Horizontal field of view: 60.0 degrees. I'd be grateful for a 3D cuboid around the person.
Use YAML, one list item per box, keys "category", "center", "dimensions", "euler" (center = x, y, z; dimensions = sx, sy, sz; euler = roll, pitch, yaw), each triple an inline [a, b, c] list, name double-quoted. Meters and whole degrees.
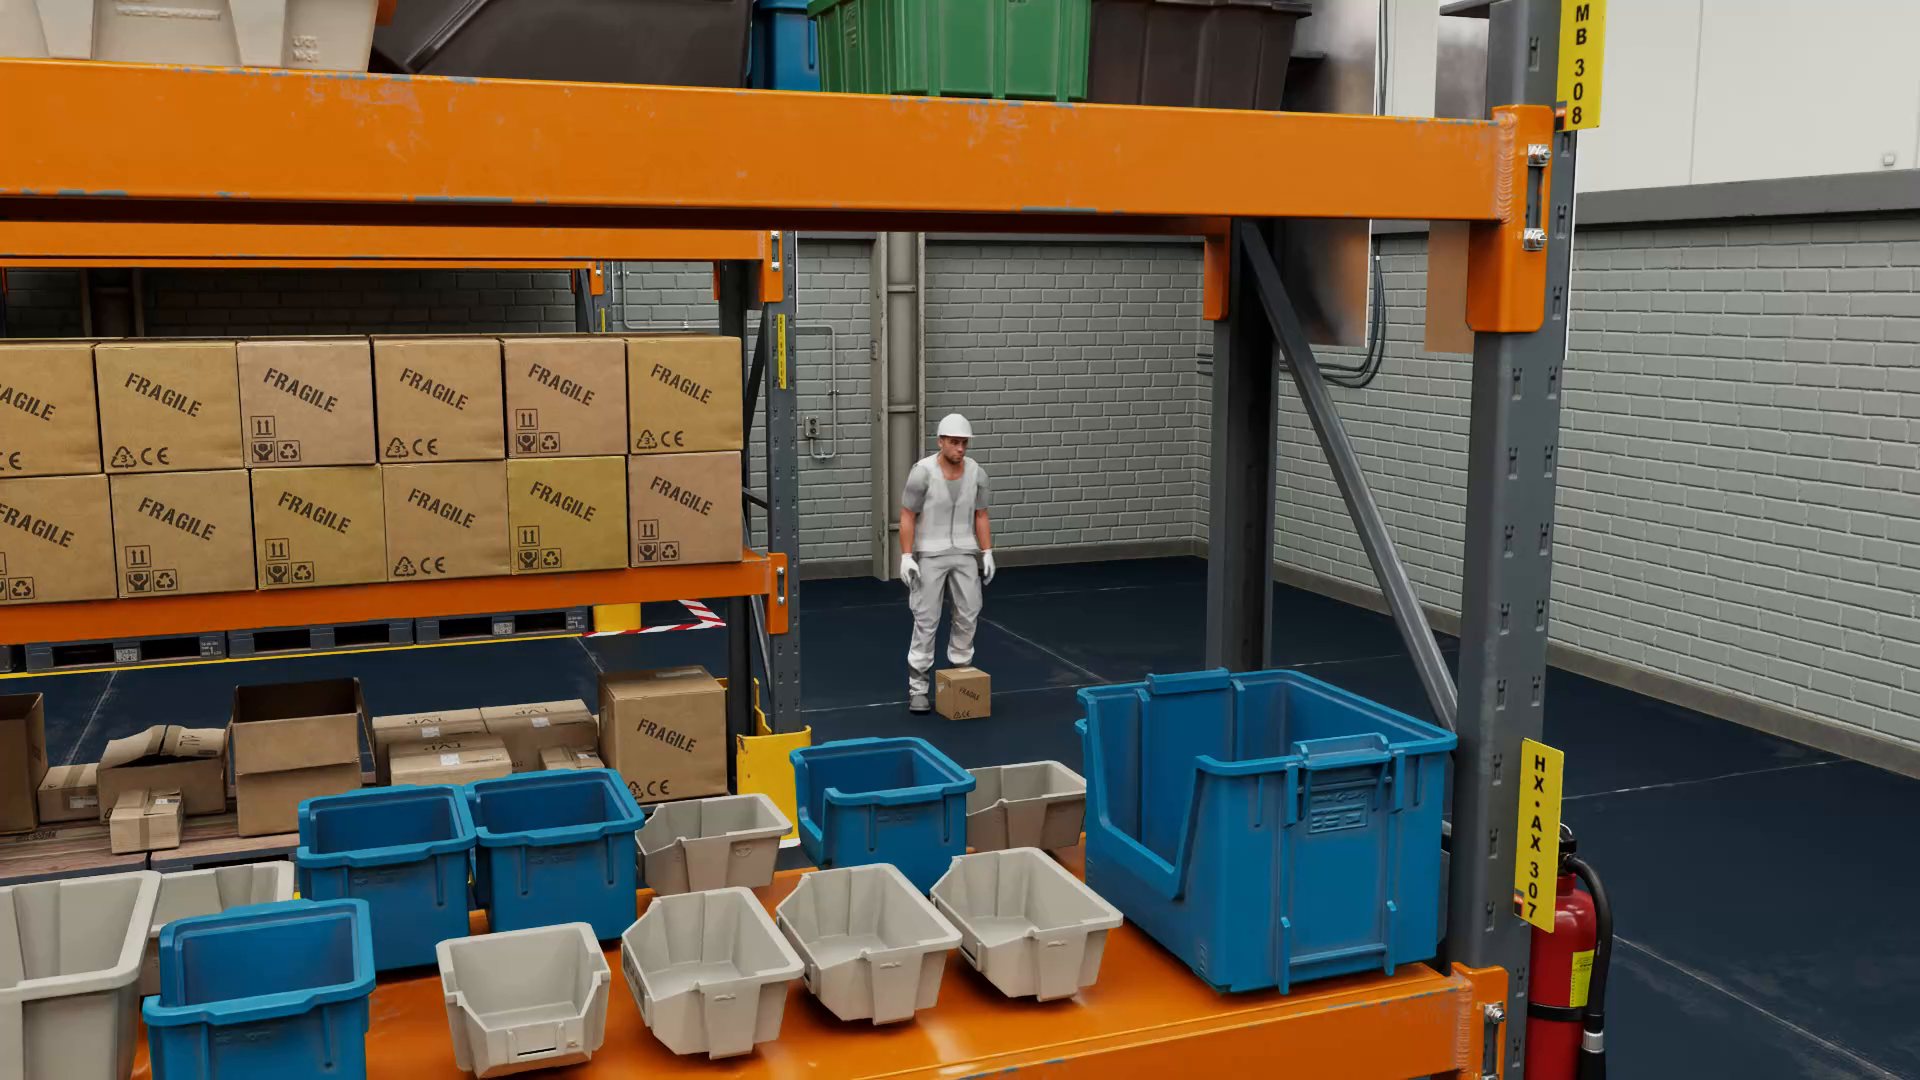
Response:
- category: "person"
  center: [-0.074, 0.128, 9.980]
  dimensions: [0.609, 1.779, 0.454]
  euler: [-3, 9, -21]
